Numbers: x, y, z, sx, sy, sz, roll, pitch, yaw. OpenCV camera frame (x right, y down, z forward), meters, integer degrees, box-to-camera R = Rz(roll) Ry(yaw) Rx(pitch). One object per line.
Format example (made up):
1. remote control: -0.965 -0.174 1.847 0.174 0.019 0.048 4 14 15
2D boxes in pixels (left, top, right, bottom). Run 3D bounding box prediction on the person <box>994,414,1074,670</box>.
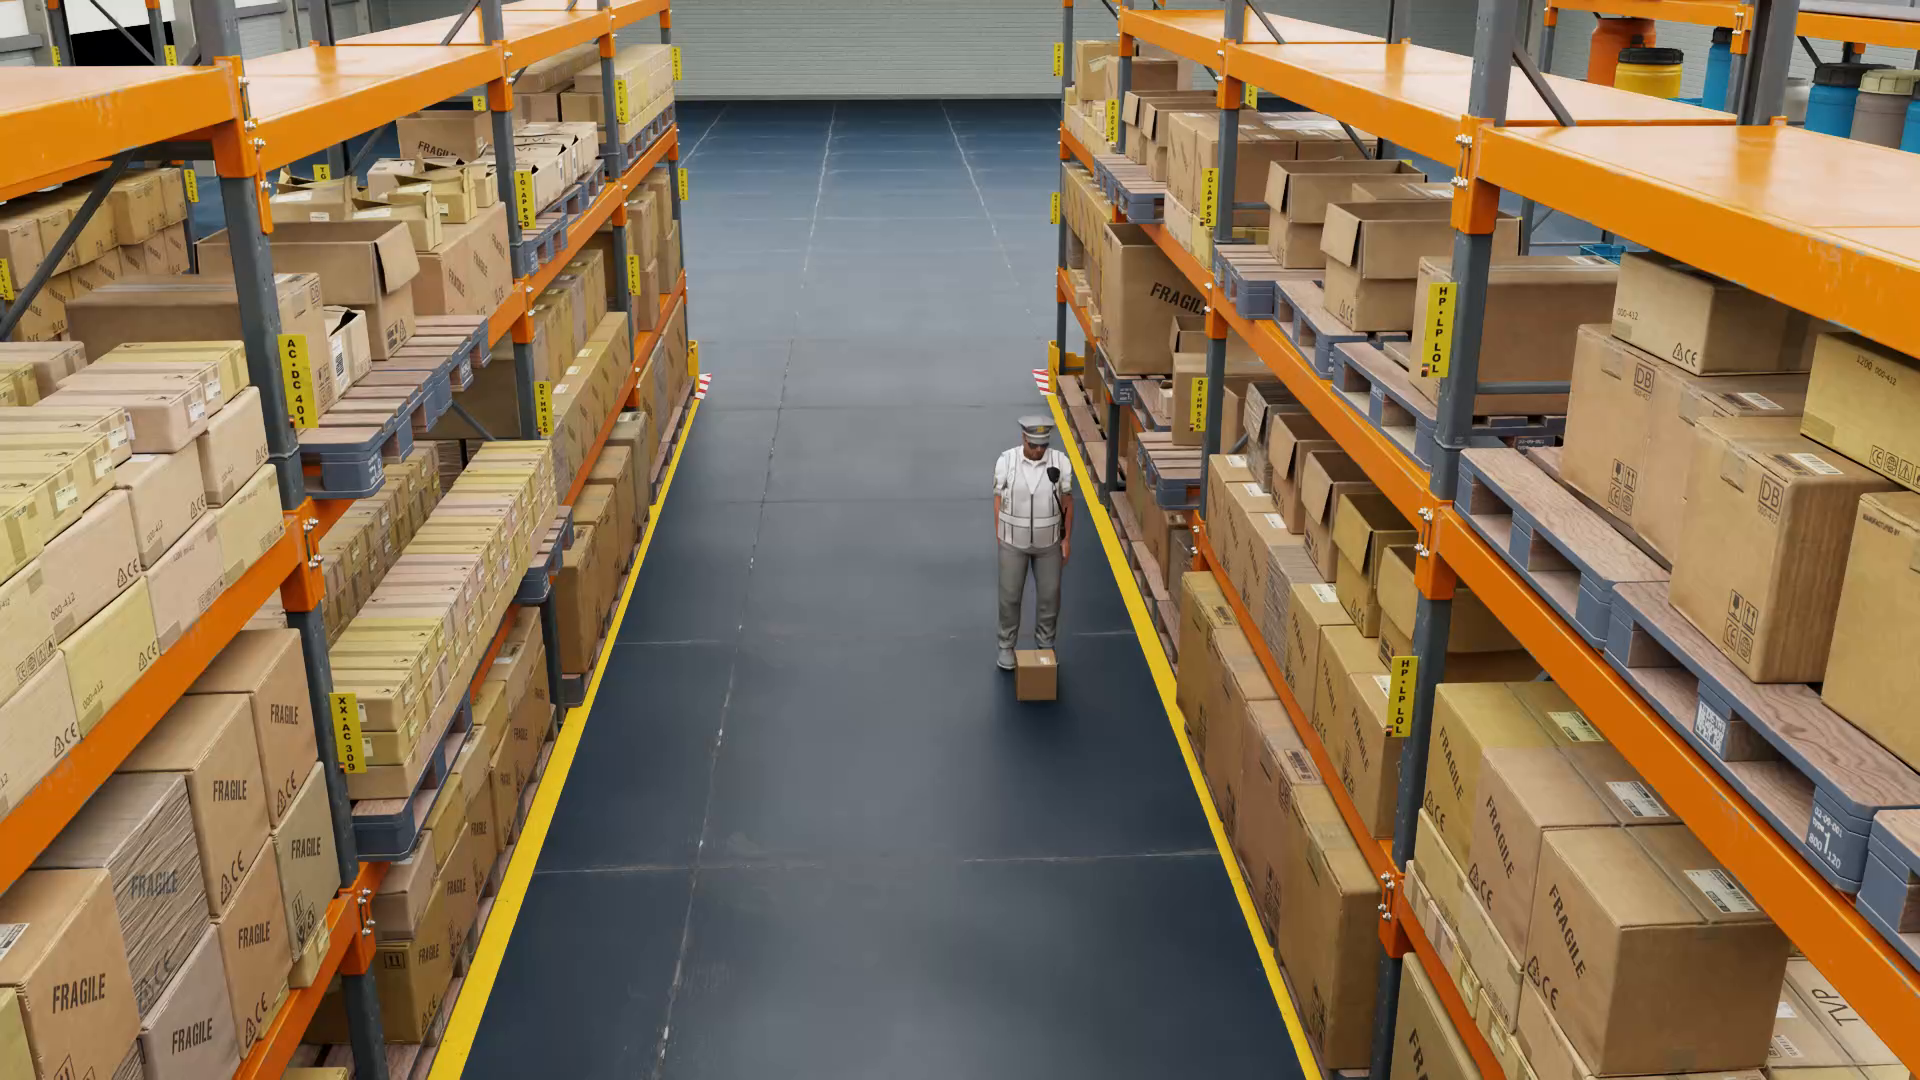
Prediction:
1. person: 0.489 0.009 11.070 0.531 1.739 0.391 -1 20 -2
